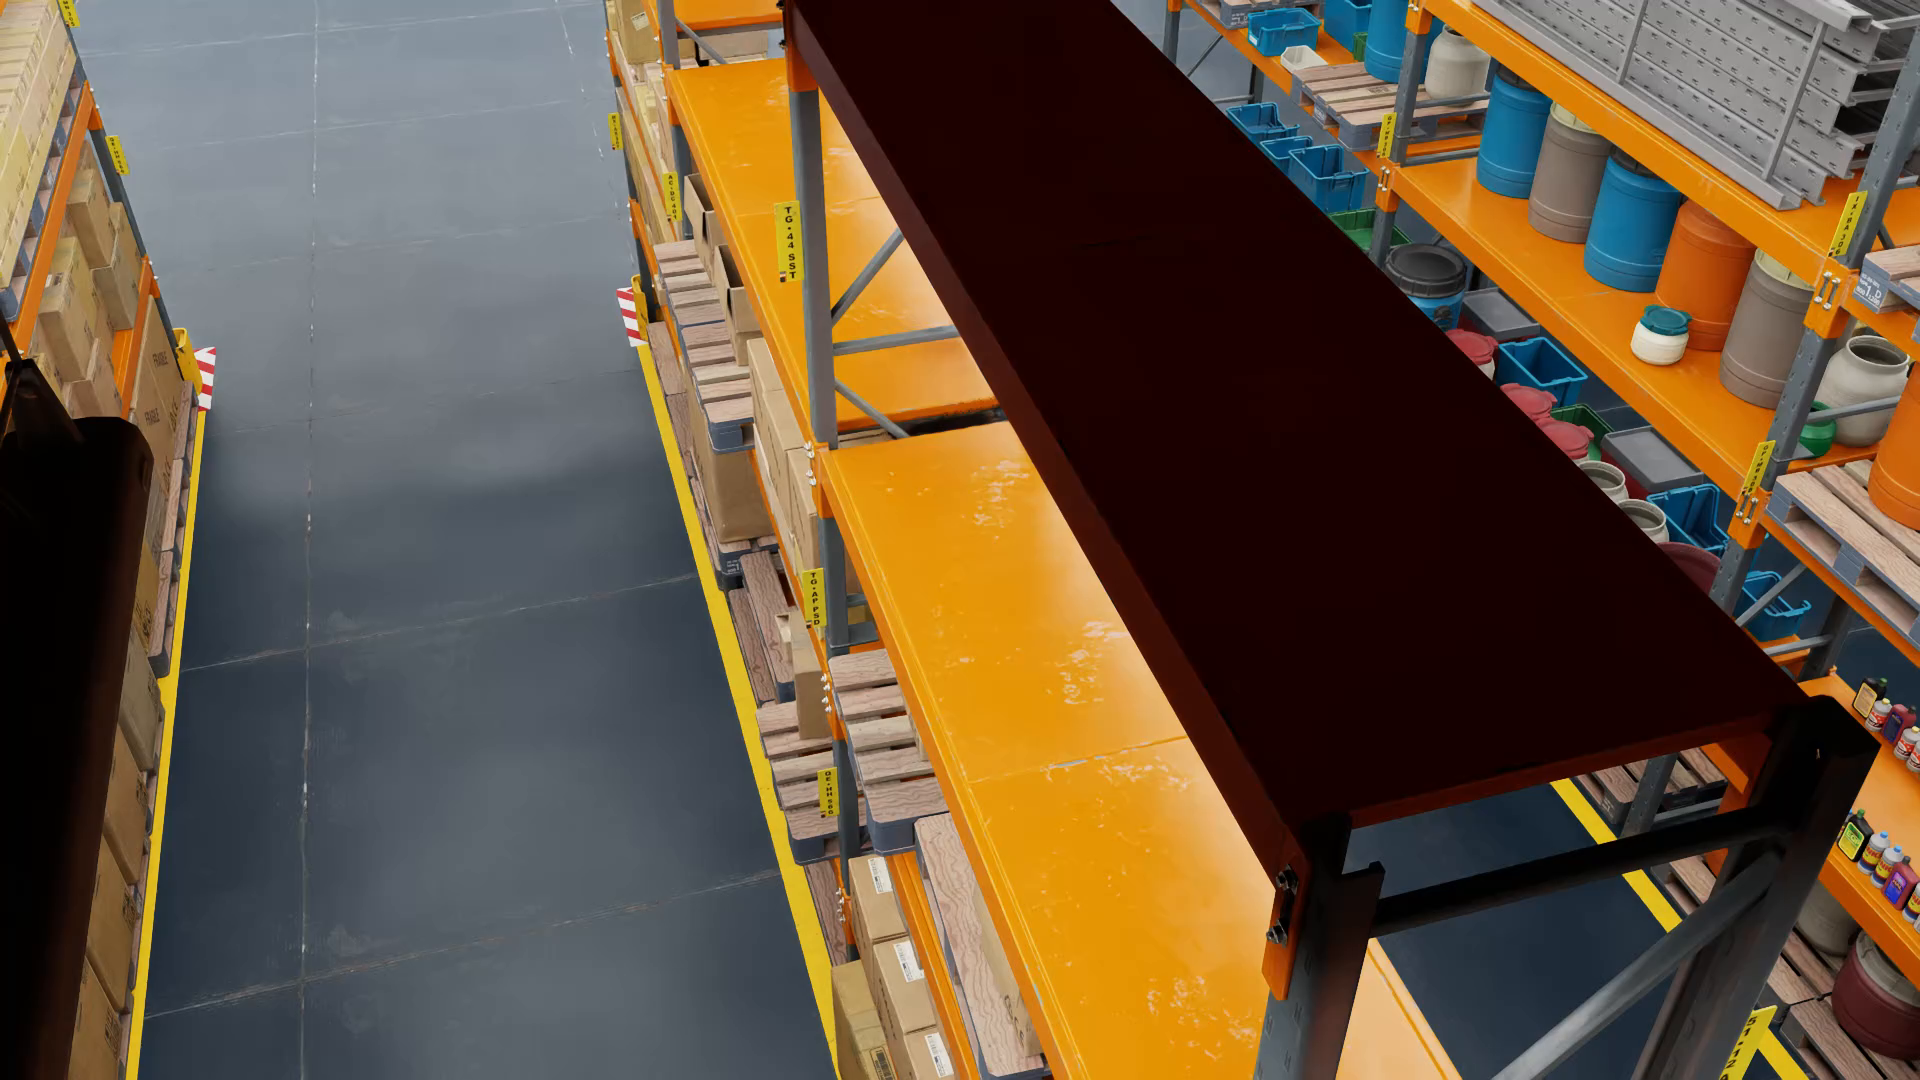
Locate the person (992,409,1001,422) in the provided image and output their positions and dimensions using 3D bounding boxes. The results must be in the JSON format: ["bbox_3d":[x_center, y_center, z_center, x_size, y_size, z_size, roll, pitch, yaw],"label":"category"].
[{"bbox_3d":[0.160,-1.319,13.060,0.439,1.784,0.556,-7,39,-9],"label":"person"}]
